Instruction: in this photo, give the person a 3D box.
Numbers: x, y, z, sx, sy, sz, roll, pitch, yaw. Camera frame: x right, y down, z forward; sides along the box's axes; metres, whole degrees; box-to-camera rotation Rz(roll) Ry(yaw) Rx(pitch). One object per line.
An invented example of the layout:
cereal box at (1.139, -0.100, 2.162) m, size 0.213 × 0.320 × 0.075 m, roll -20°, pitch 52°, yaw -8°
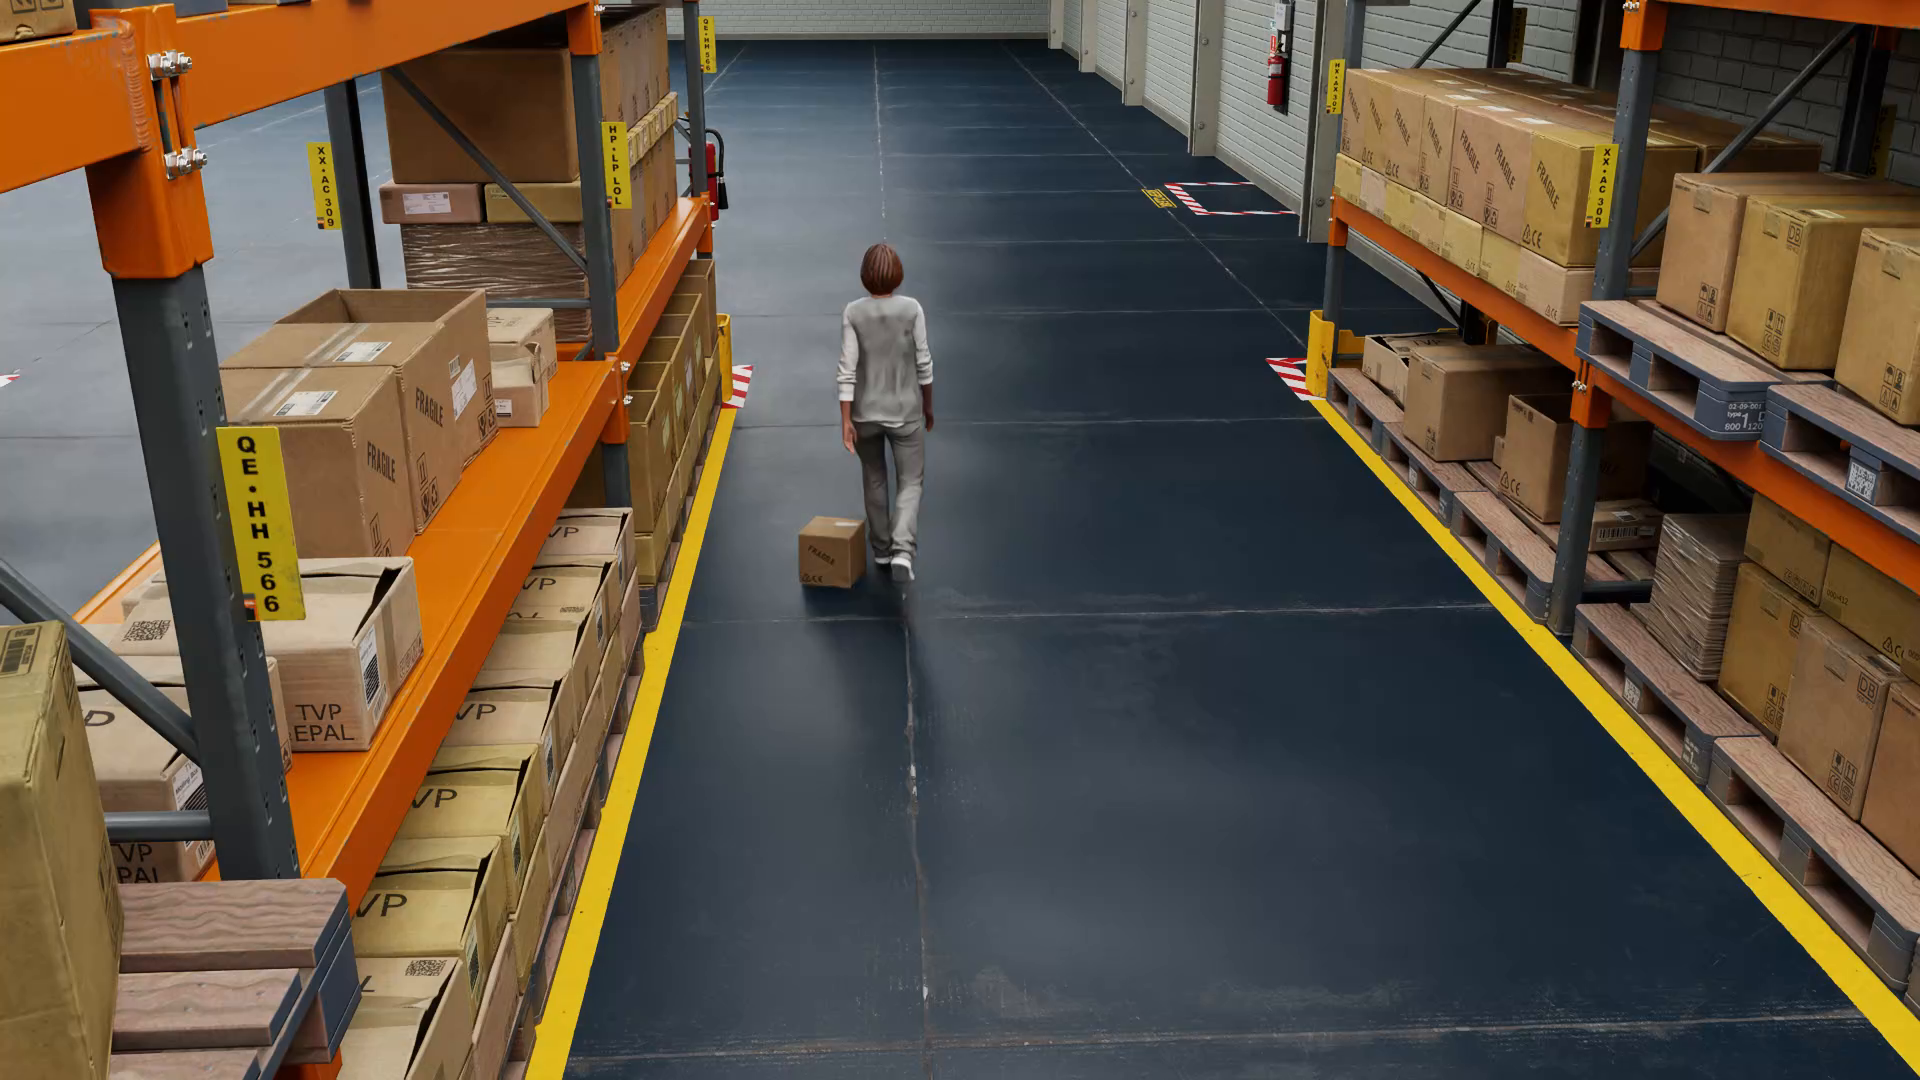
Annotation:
person at (-0.335, -0.554, 7.533) m, size 0.433 × 1.560 × 0.837 m, roll 0°, pitch 21°, yaw -1°
